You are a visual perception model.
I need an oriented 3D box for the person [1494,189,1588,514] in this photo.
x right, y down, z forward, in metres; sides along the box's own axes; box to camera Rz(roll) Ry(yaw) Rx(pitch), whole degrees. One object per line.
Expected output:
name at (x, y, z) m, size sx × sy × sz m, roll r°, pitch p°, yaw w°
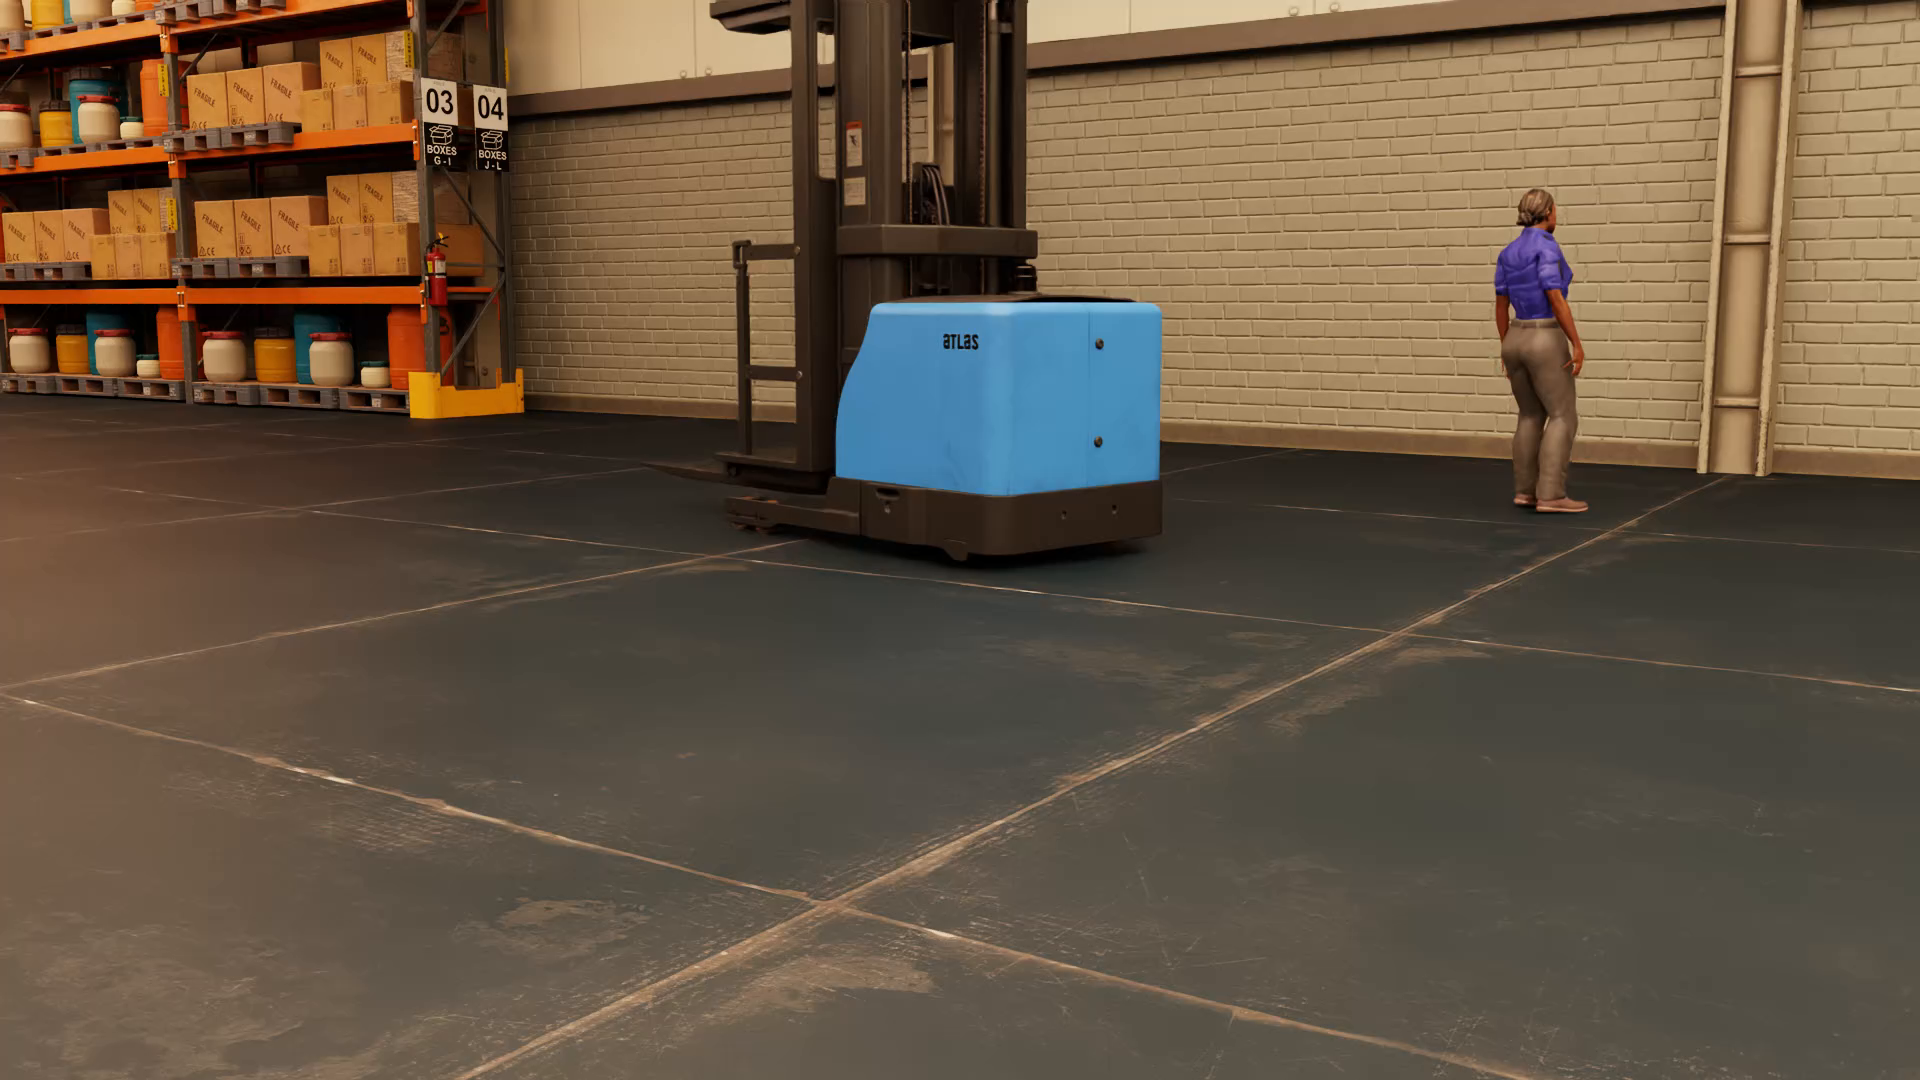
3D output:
person at (3.042, -0.966, 8.619) m, size 0.434 × 1.677 × 0.532 m, roll -3°, pitch 9°, yaw -18°

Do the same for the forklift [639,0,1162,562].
forklift at (-0.473, -1.519, 7.873) m, size 1.130 × 2.935 × 3.031 m, roll -7°, pitch 11°, yaw -41°
